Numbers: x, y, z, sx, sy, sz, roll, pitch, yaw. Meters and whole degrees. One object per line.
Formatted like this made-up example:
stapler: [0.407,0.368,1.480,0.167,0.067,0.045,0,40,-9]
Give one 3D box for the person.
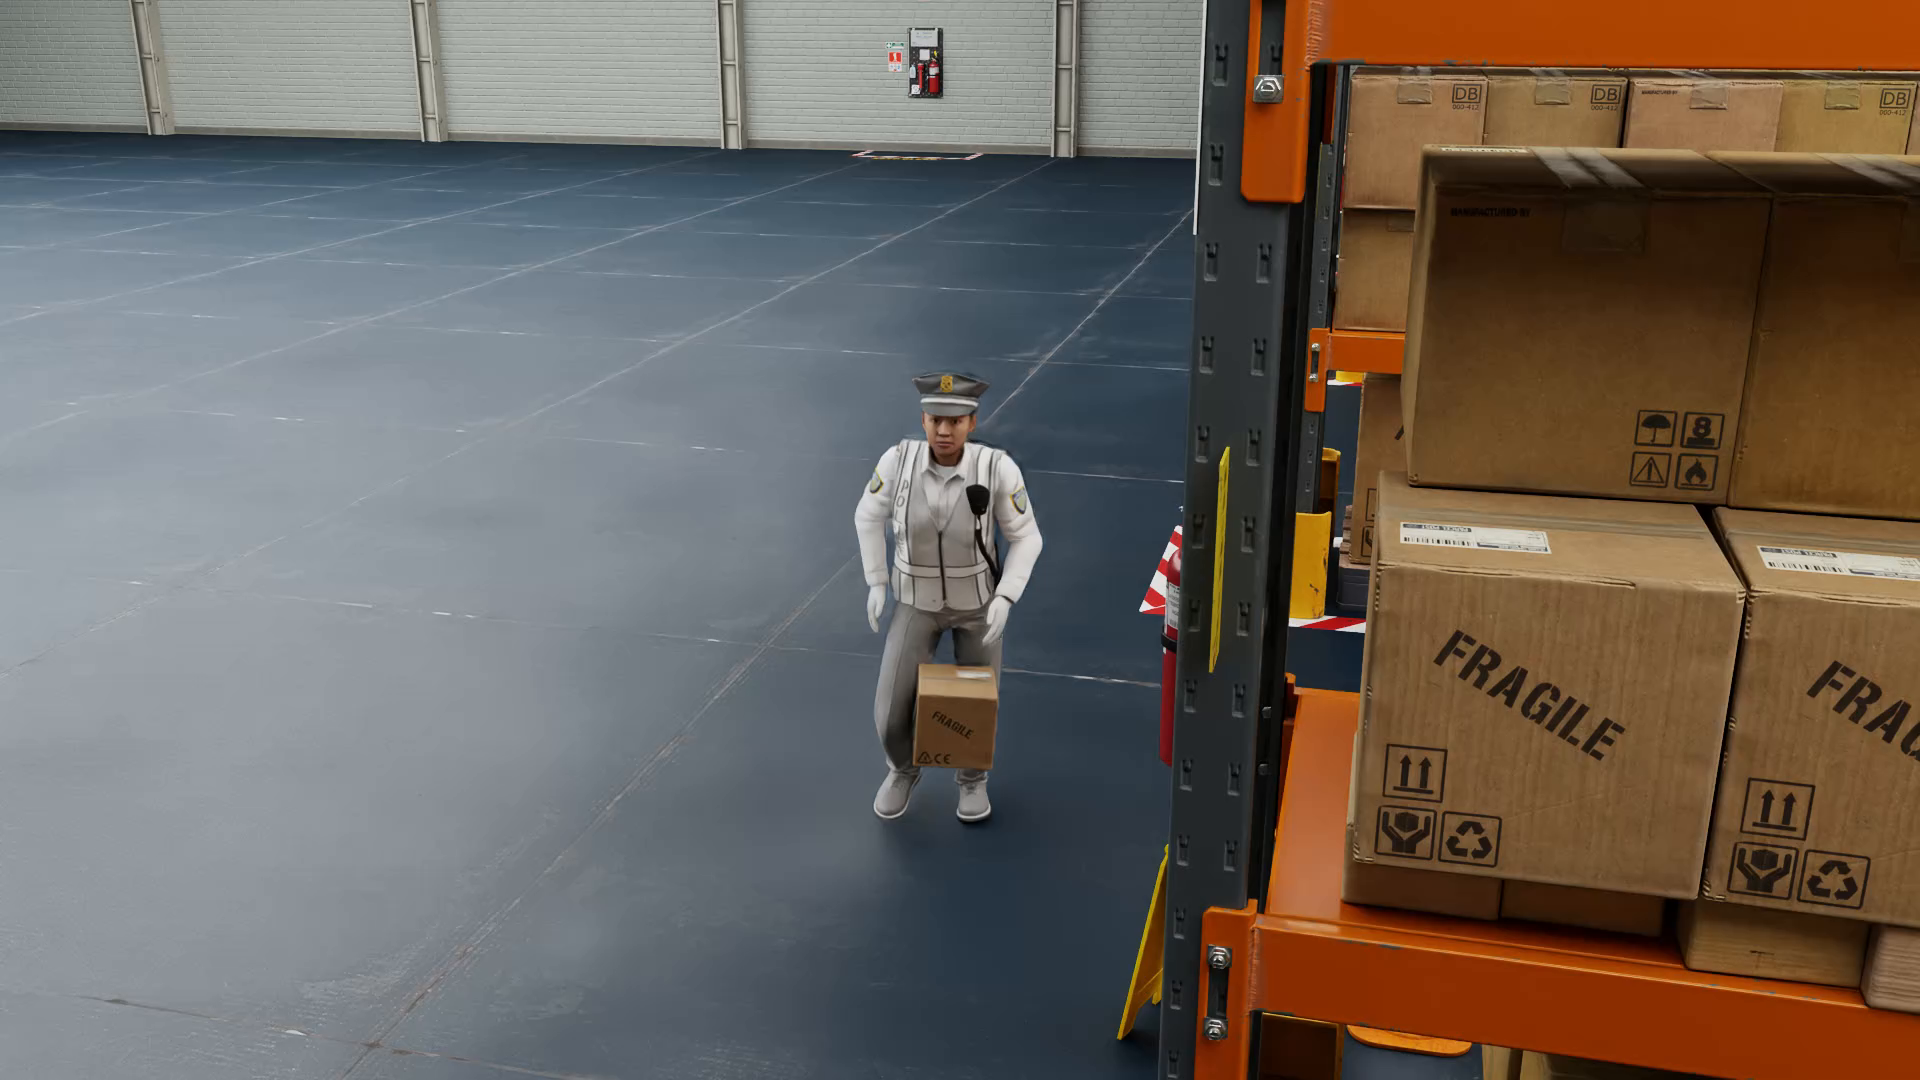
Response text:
person: [-0.043,0.211,5.471,0.624,1.628,0.578,1,18,4]
